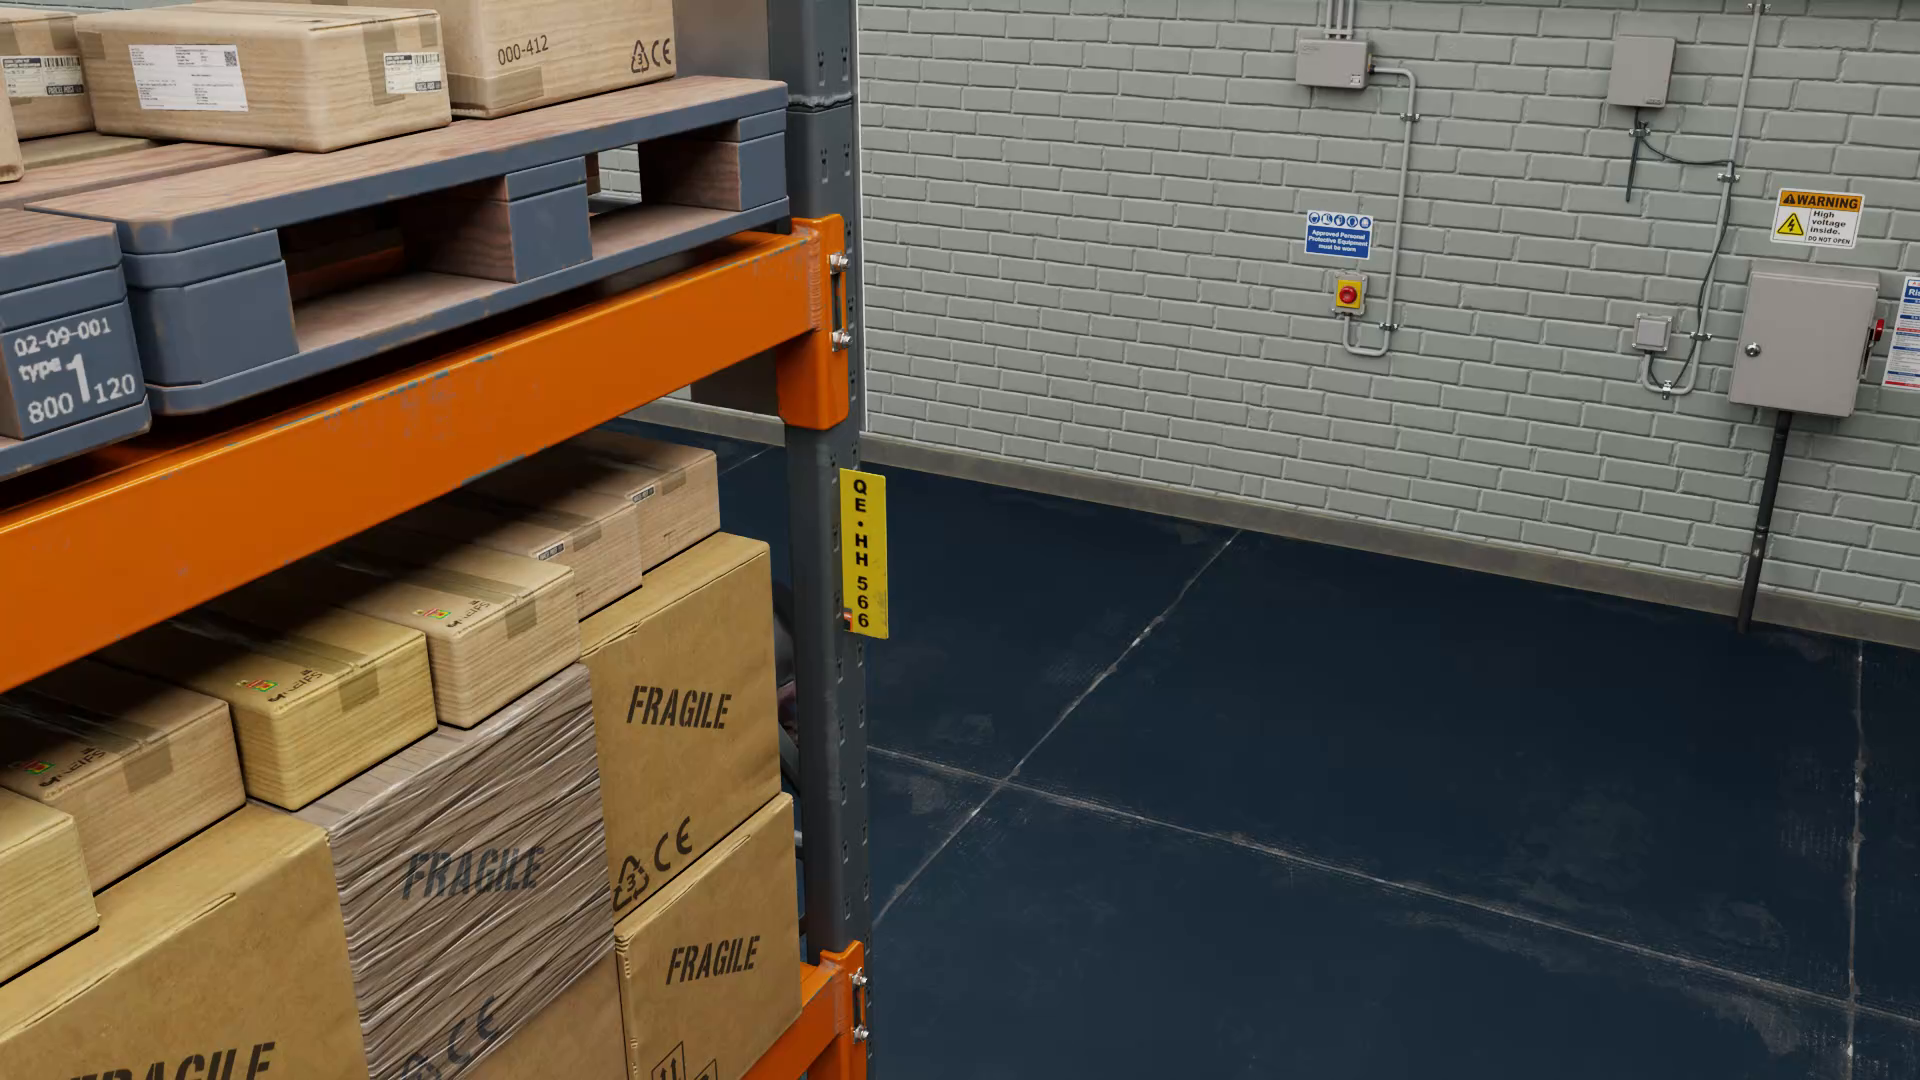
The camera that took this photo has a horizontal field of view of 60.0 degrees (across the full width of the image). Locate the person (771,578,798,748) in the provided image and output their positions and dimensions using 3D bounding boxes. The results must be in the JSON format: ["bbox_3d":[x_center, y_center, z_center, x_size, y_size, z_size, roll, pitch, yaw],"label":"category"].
[{"bbox_3d":[-0.941,0.435,6.591,0.876,0.960,0.516,10,25,24],"label":"person"}]
